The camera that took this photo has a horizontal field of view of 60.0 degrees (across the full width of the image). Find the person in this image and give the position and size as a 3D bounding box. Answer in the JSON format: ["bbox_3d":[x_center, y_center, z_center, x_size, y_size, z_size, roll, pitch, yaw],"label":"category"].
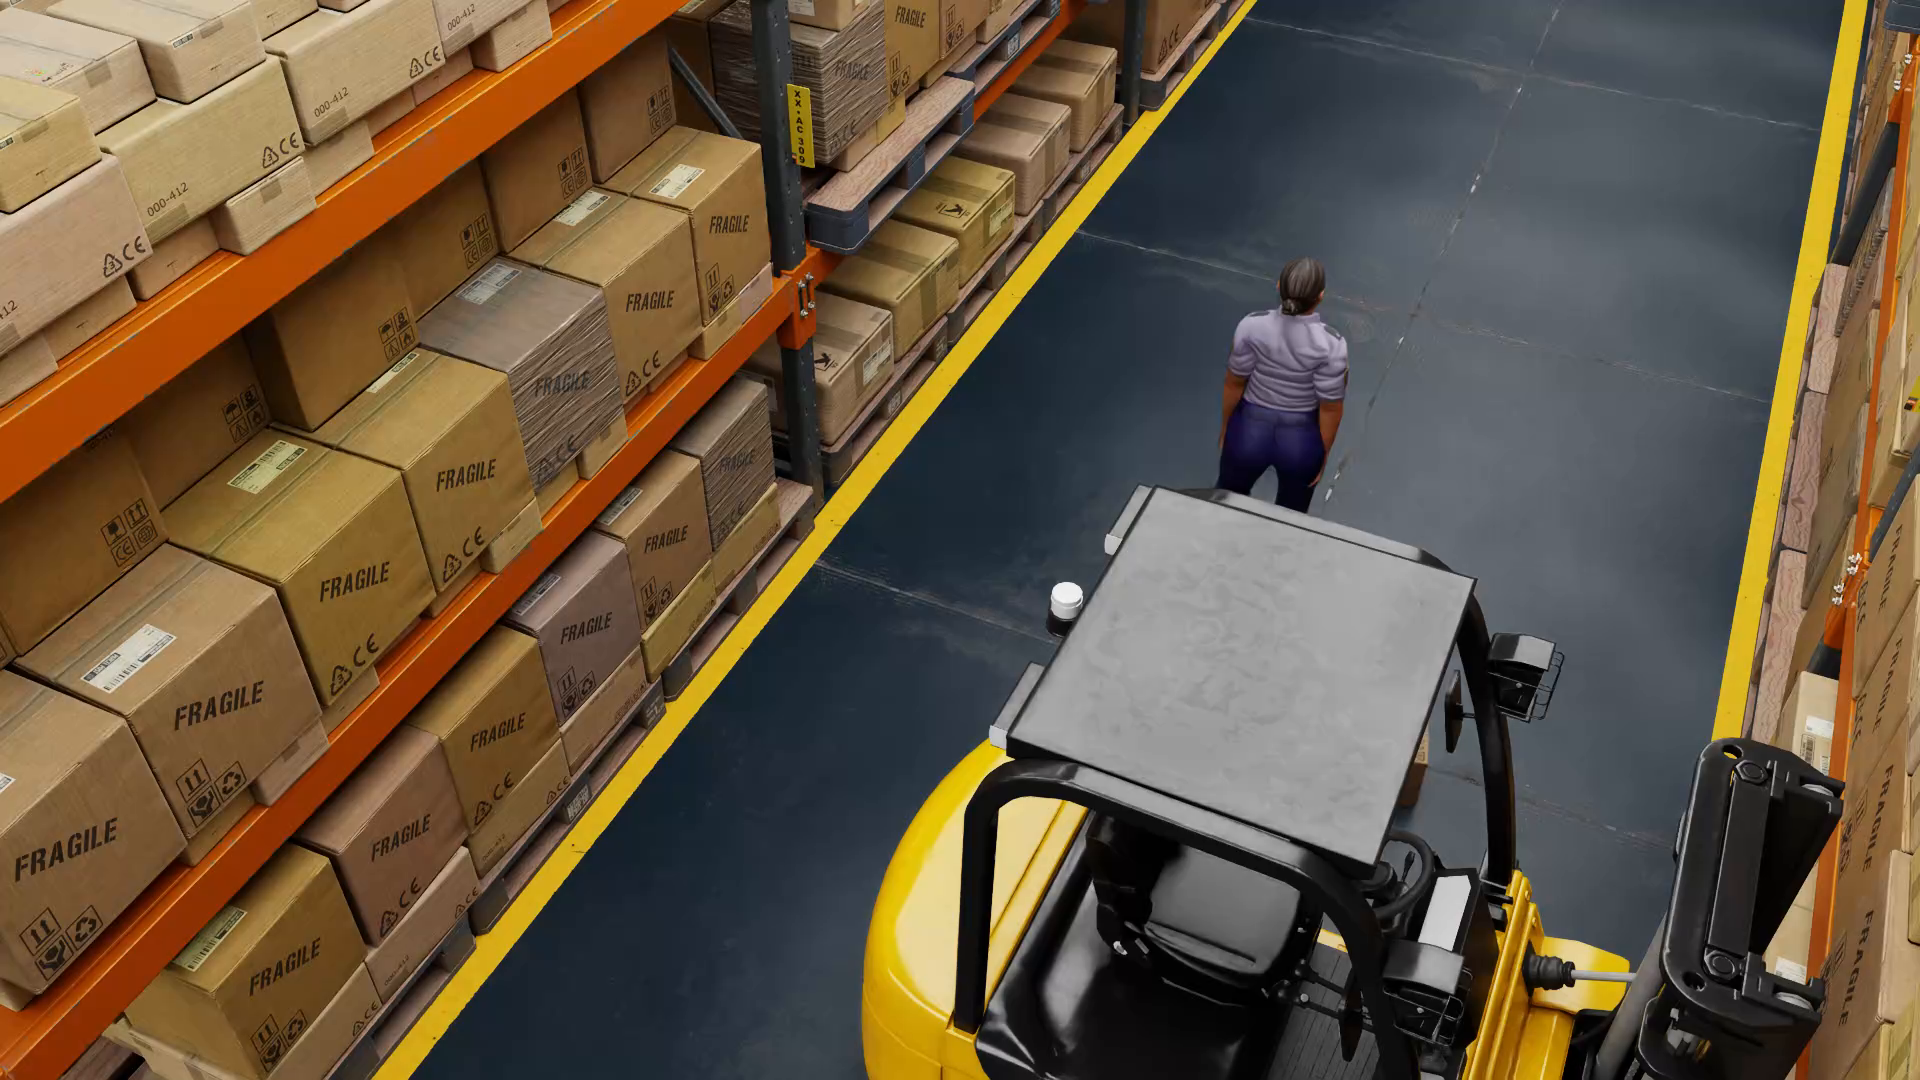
[{"bbox_3d":[1.240,-0.373,6.560,0.470,1.626,0.669,13,44,14],"label":"person"}]
